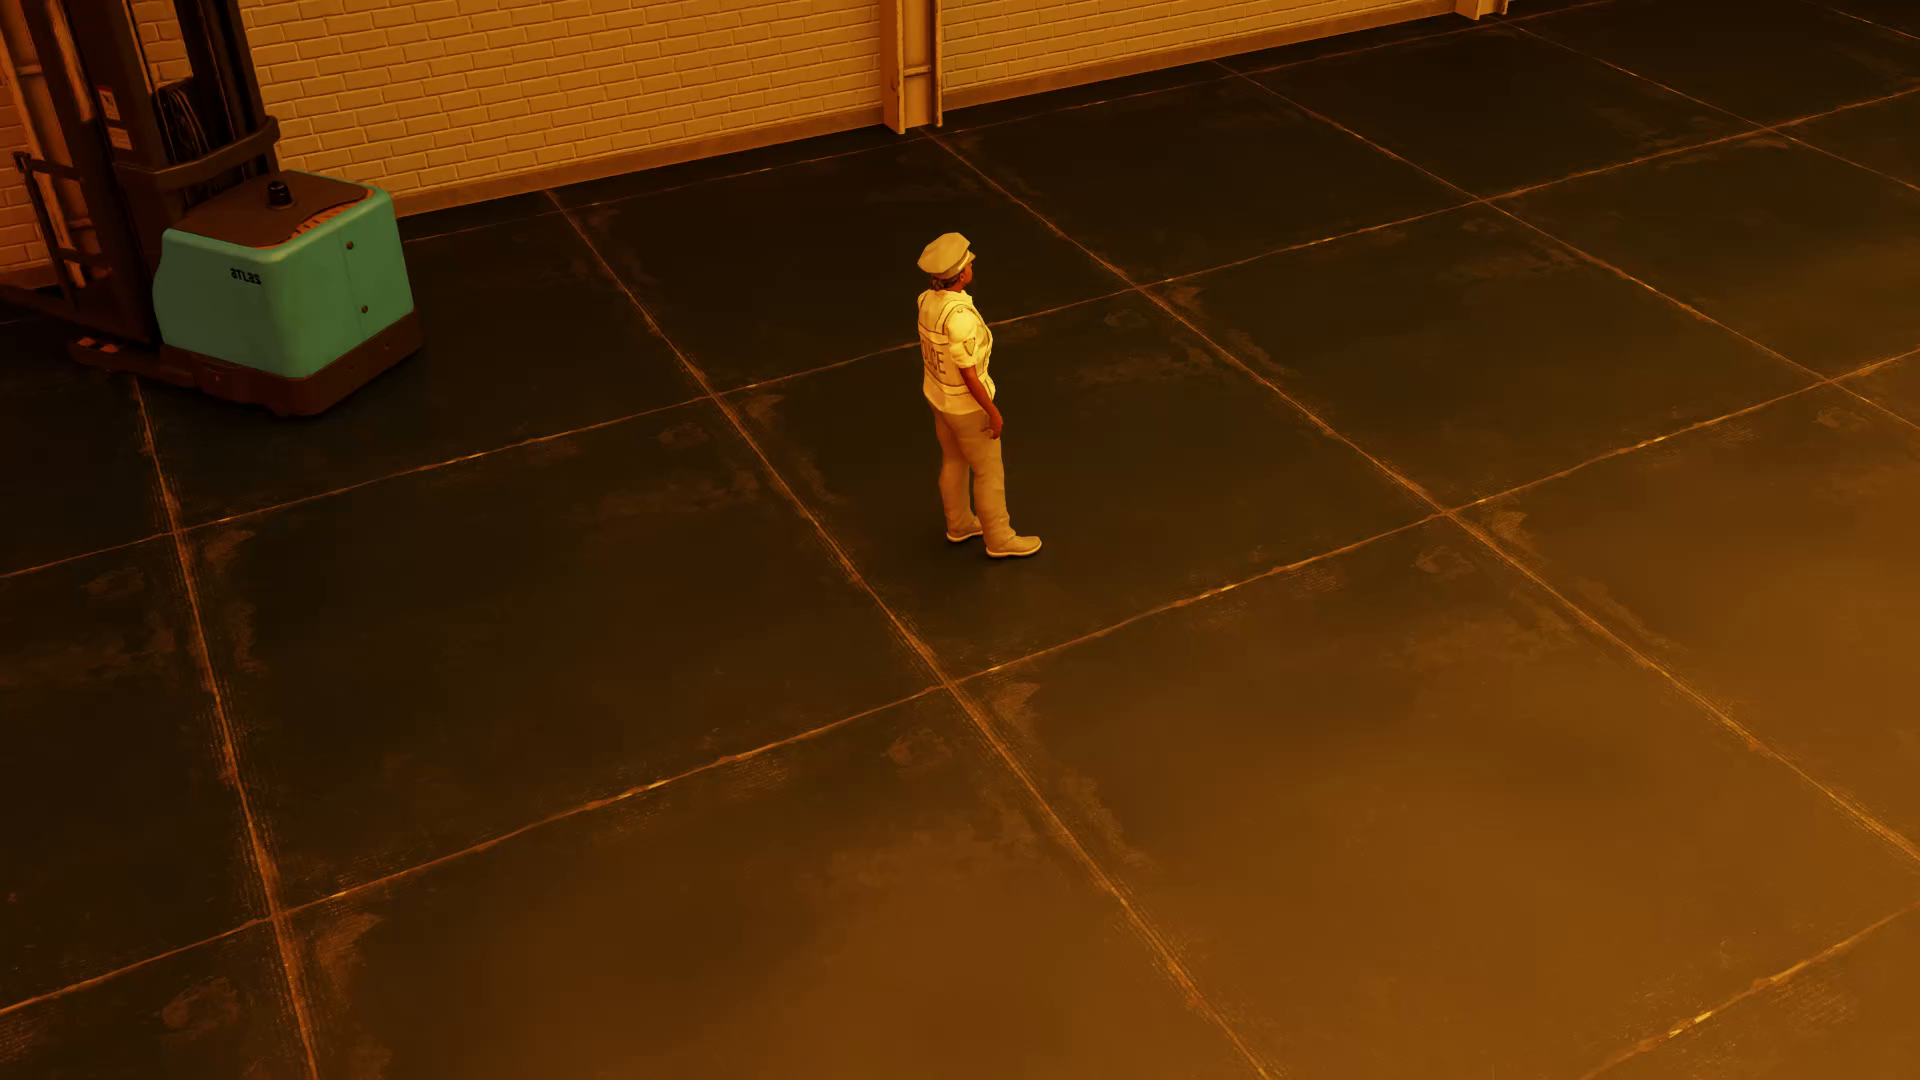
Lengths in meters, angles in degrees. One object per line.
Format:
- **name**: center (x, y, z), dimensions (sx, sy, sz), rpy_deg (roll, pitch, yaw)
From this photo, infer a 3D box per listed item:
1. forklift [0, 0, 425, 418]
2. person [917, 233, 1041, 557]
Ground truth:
- **forklift**: center (-4.863, -2.472, 9.621), dimensions (3.031, 2.935, 1.130), rpy_deg (15, 38, 20)
- **person**: center (0.076, -0.707, 8.184), dimensions (0.528, 1.693, 0.569), rpy_deg (-17, 39, -23)
